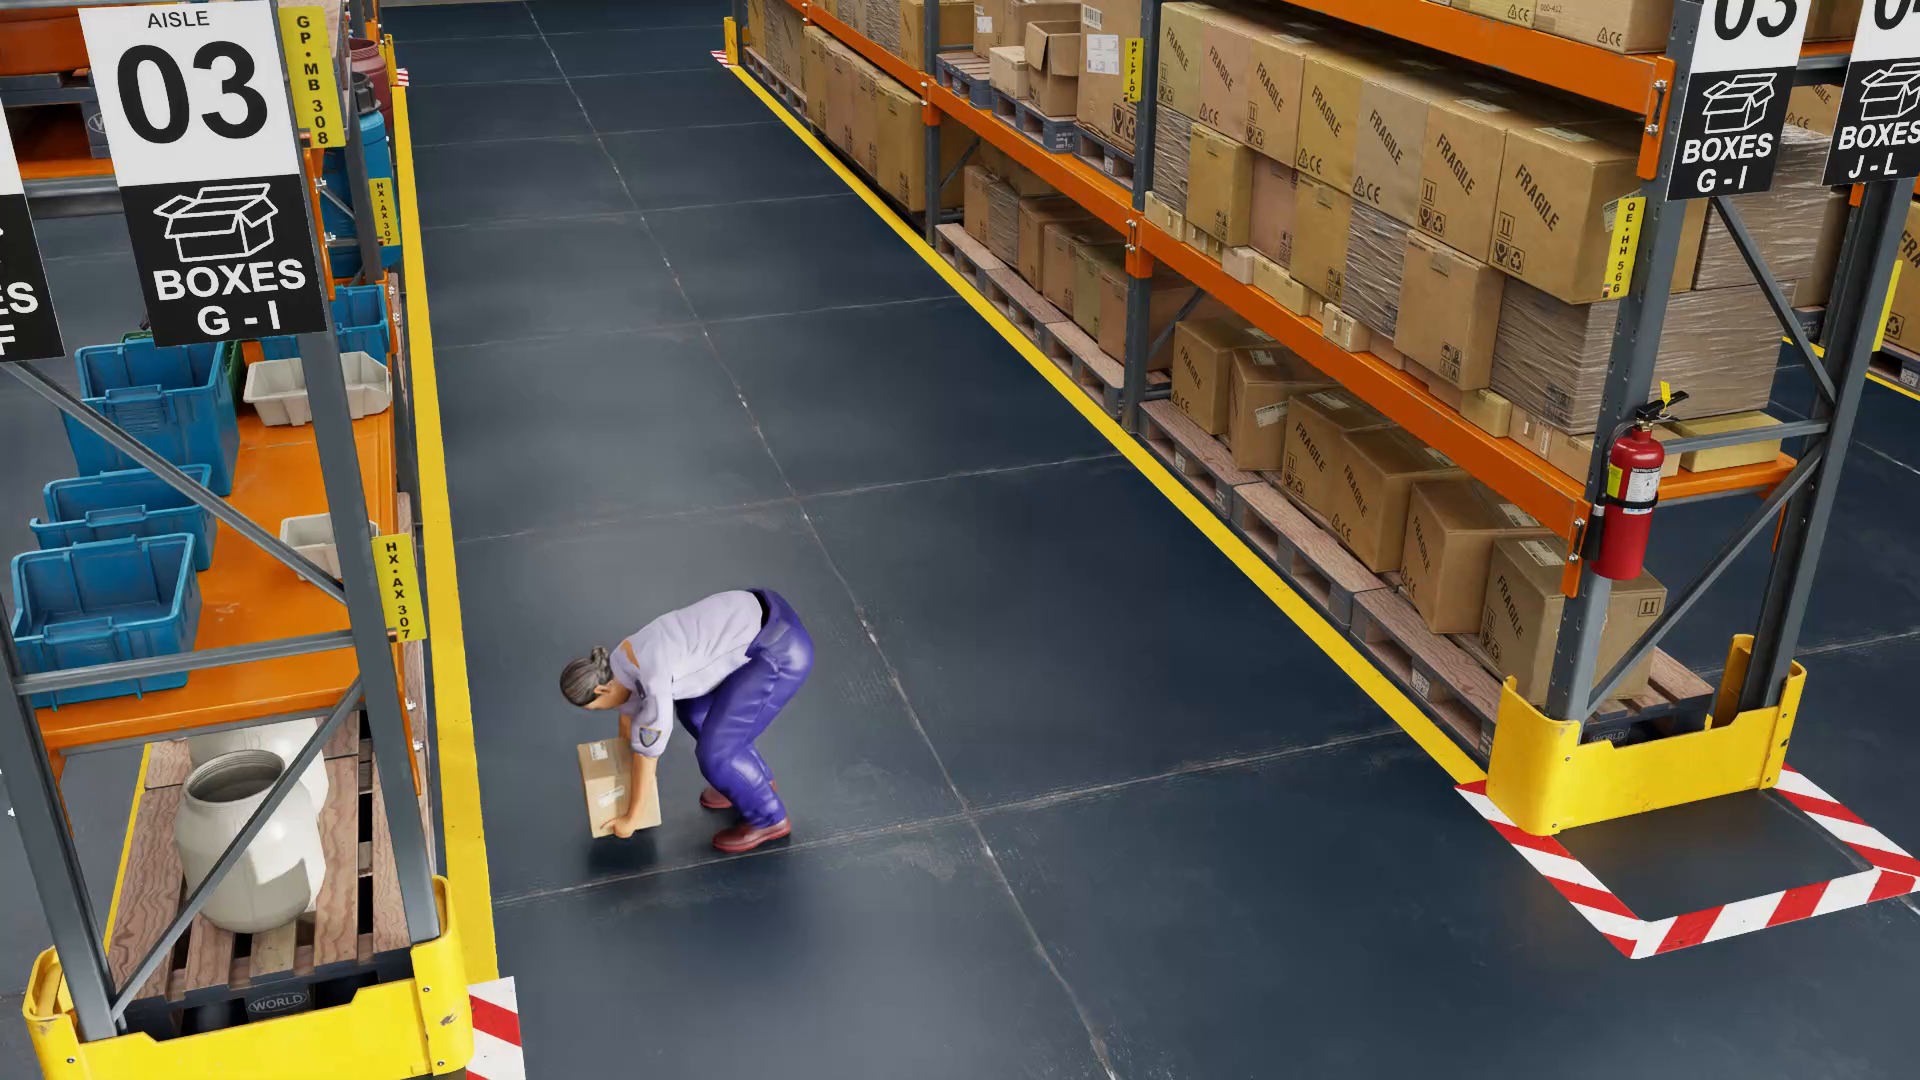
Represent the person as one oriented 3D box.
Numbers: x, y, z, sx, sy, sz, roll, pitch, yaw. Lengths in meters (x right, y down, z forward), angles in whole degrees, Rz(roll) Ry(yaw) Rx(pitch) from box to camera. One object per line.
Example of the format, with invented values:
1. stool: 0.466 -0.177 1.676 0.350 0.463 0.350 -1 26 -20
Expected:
1. person: -0.980 0.673 6.087 0.905 0.933 0.506 -10 28 -18
